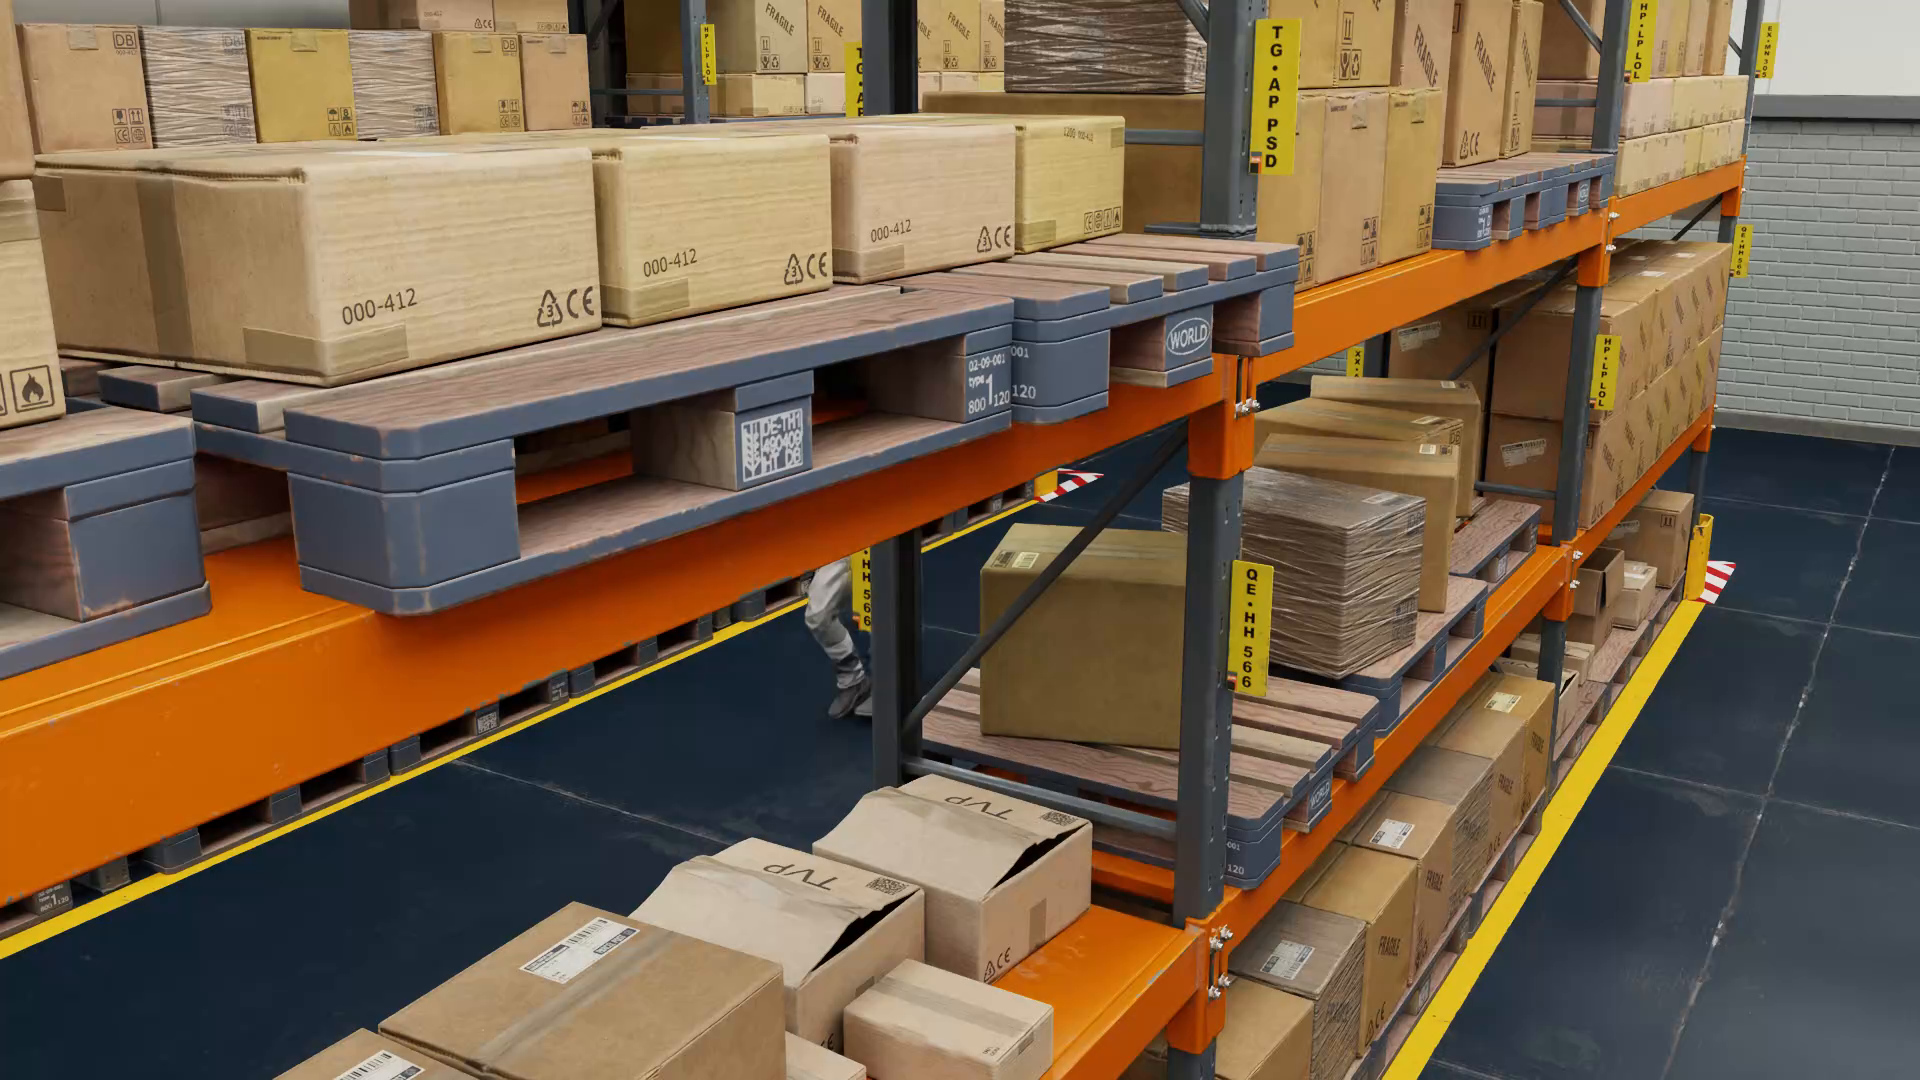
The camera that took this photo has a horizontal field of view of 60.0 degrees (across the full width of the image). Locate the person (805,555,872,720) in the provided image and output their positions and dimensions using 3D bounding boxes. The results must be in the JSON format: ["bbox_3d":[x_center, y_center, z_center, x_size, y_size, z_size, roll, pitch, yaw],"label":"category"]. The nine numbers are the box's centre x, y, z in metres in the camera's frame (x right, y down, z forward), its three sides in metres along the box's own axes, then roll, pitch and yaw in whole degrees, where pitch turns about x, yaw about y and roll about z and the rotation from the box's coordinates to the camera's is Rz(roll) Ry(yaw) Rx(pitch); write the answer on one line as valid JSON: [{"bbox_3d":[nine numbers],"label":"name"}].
[{"bbox_3d":[-0.526,0.093,8.620,0.584,1.822,0.472,13,21,38],"label":"person"}]
